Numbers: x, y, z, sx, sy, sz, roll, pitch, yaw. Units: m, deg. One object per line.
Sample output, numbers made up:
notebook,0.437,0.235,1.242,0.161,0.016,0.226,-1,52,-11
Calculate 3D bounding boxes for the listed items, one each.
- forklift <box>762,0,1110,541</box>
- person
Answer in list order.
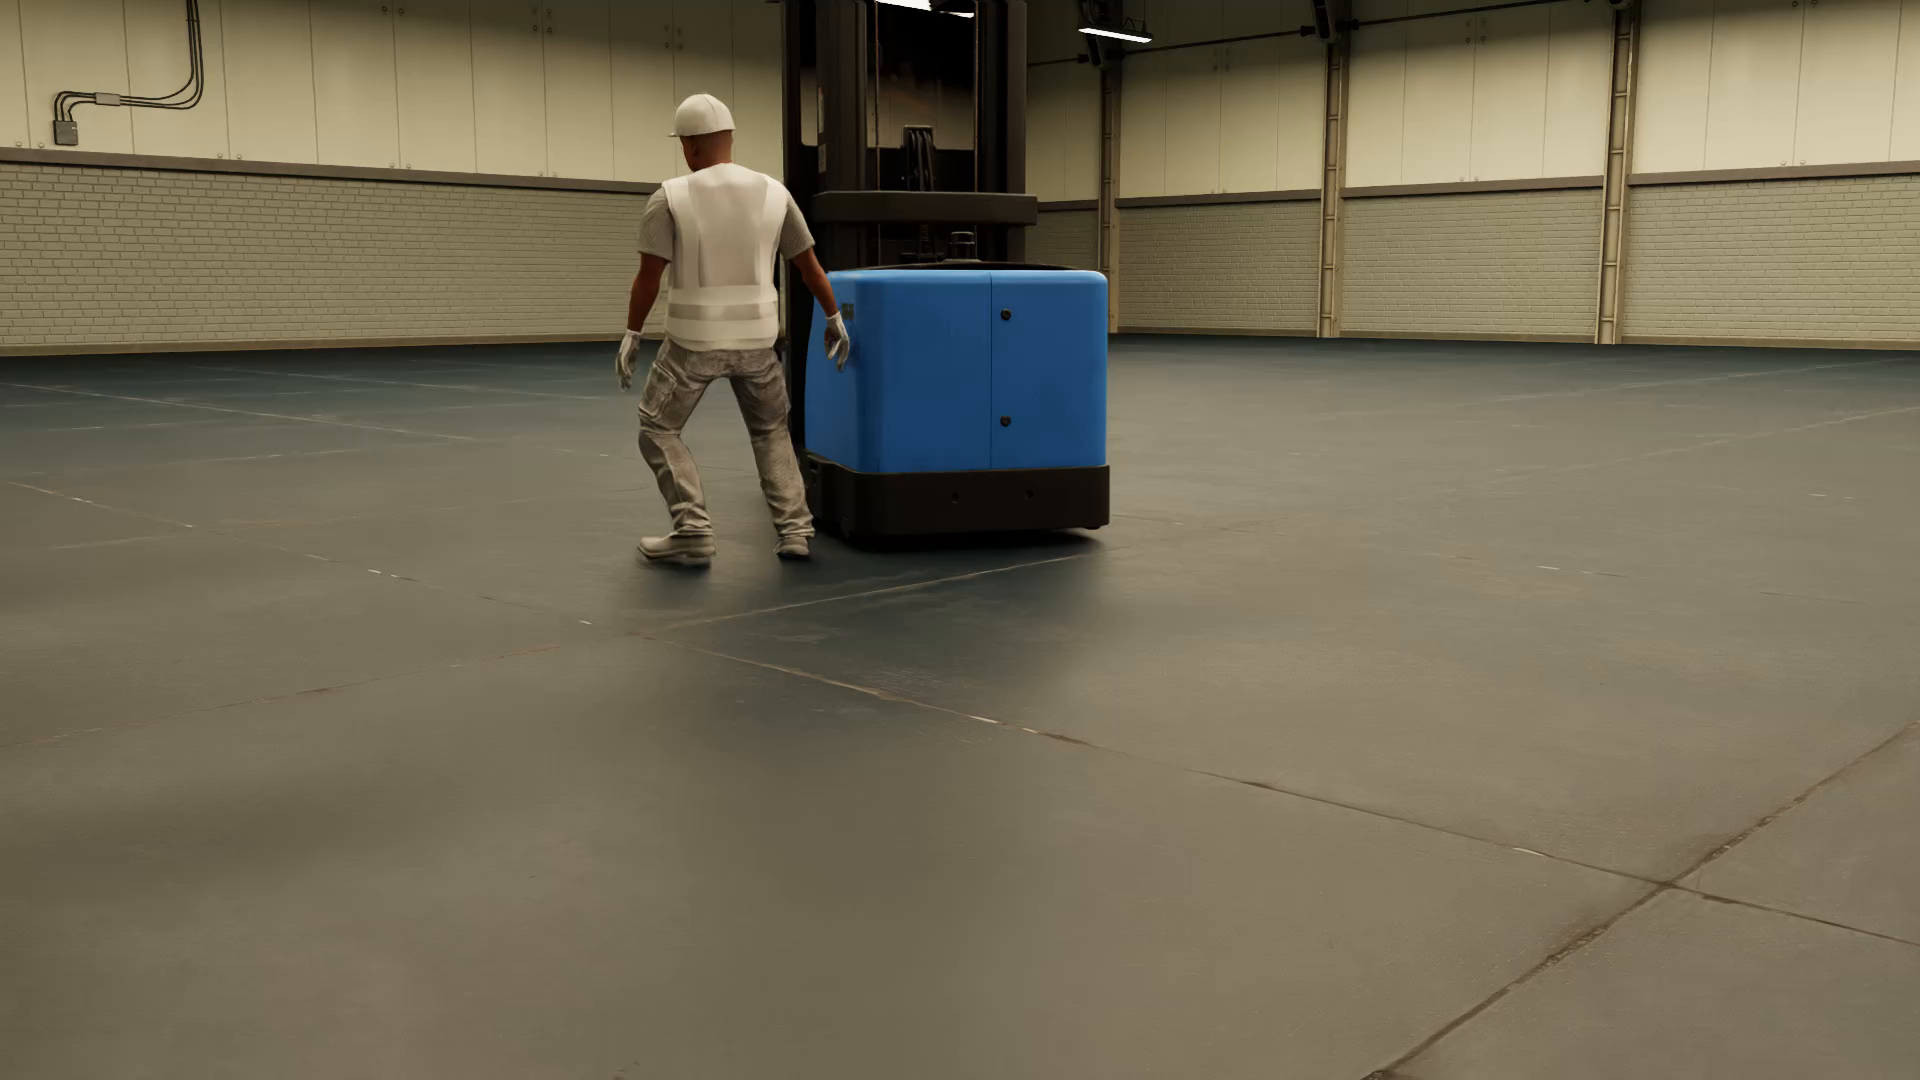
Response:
forklift,-0.322,-1.627,7.681,1.130,2.935,3.031,-3,9,-17
person,-0.840,-0.759,6.204,0.894,1.746,0.398,-4,9,-23
